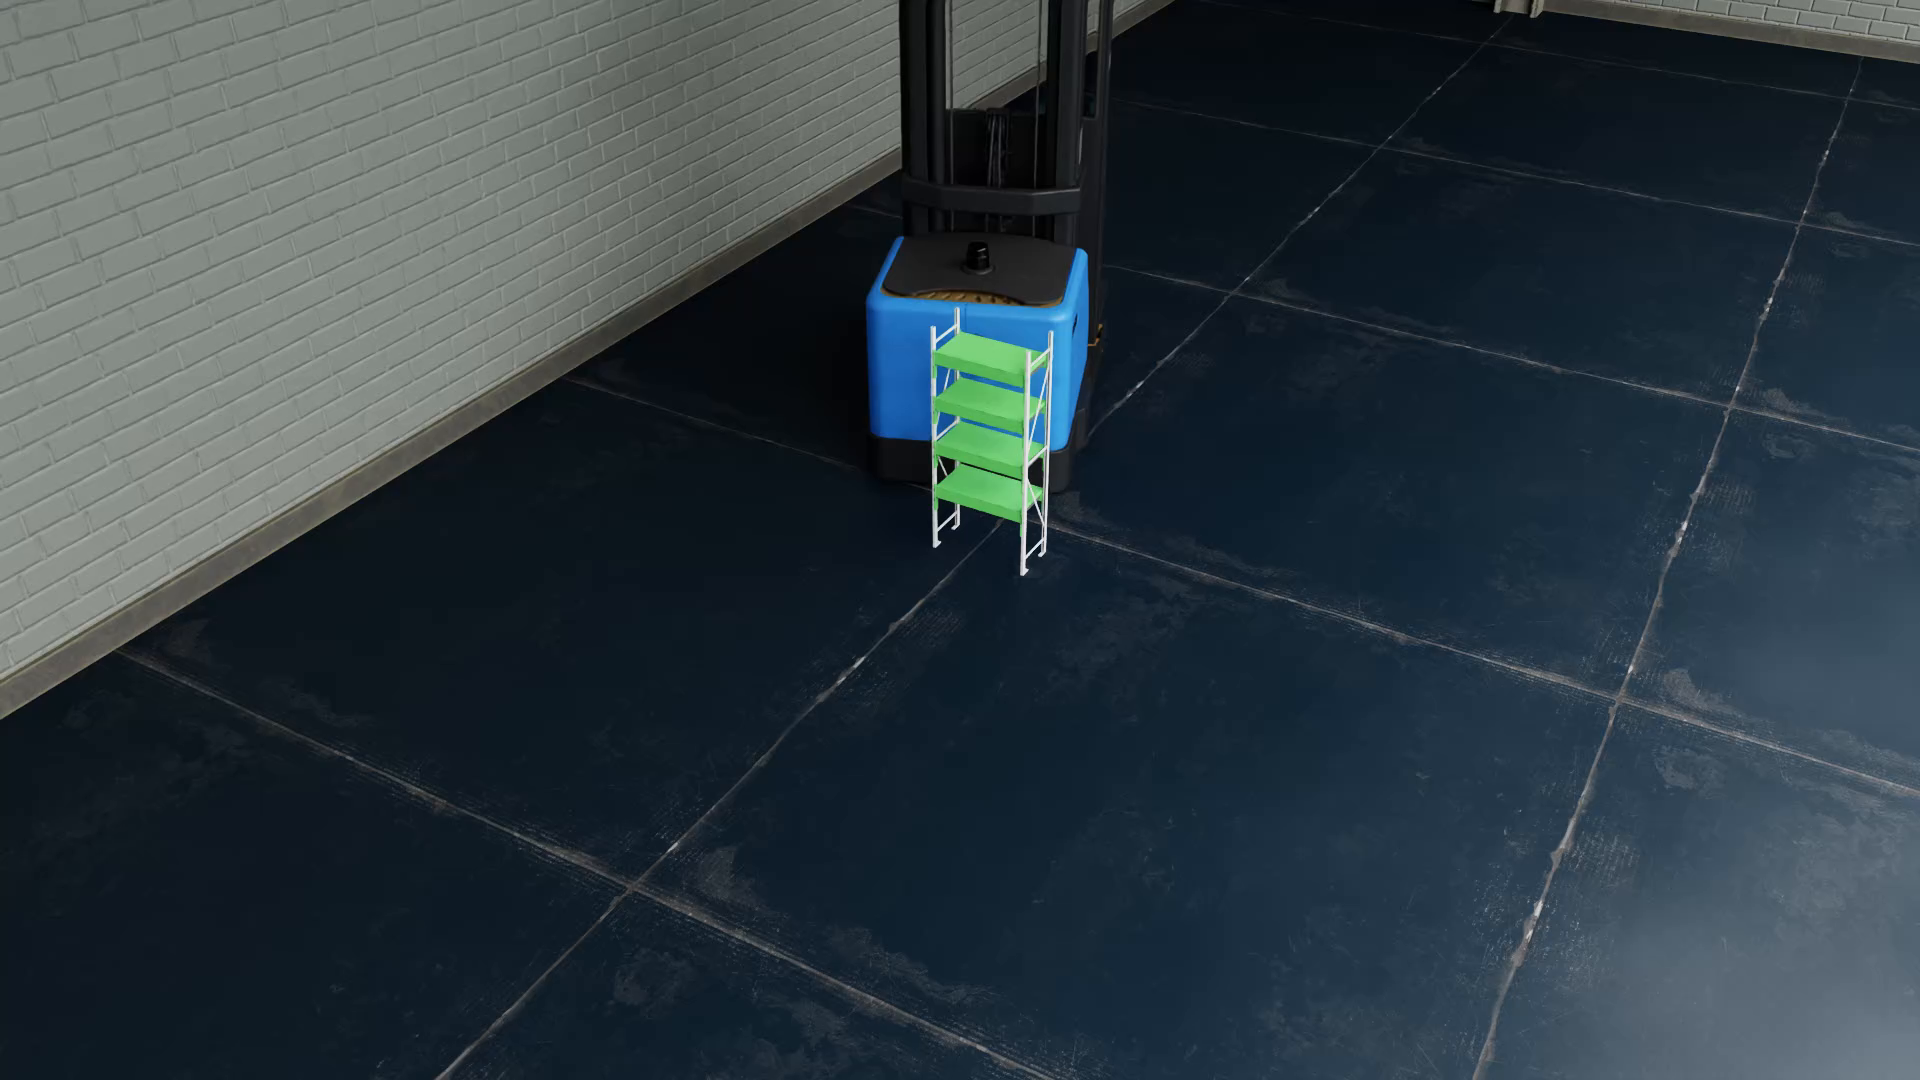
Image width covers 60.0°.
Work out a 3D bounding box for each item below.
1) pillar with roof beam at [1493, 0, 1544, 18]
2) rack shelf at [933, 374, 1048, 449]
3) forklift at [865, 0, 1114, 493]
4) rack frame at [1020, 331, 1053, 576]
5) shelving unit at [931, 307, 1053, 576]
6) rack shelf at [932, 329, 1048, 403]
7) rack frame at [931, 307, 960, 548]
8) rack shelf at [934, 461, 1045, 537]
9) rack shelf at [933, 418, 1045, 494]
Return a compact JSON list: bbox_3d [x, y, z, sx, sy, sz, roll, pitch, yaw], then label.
[{"bbox_3d":[3.169,-6.705,10.200,0.400,9.000,9.100,18,37,24],"label":"pillar with roof beam"},{"bbox_3d":[0.144,-0.600,7.751,0.480,0.148,0.258,18,37,24],"label":"rack shelf"},{"bbox_3d":[0.273,-2.265,9.007,1.130,2.935,3.031,5,34,8],"label":"forklift"},{"bbox_3d":[0.356,-0.387,7.748,0.015,1.200,0.240,18,37,24],"label":"rack frame"},{"bbox_3d":[0.144,-0.454,7.849,0.503,1.200,0.258,18,37,24],"label":"shelving unit"},{"bbox_3d":[0.144,-0.800,7.618,0.480,0.148,0.258,18,37,24],"label":"rack shelf"},{"bbox_3d":[-0.068,-0.521,7.950,0.015,1.200,0.240,18,37,24],"label":"rack frame"},{"bbox_3d":[0.144,-0.201,8.018,0.480,0.148,0.258,18,37,24],"label":"rack shelf"},{"bbox_3d":[0.144,-0.401,7.884,0.480,0.148,0.258,18,37,24],"label":"rack shelf"}]
